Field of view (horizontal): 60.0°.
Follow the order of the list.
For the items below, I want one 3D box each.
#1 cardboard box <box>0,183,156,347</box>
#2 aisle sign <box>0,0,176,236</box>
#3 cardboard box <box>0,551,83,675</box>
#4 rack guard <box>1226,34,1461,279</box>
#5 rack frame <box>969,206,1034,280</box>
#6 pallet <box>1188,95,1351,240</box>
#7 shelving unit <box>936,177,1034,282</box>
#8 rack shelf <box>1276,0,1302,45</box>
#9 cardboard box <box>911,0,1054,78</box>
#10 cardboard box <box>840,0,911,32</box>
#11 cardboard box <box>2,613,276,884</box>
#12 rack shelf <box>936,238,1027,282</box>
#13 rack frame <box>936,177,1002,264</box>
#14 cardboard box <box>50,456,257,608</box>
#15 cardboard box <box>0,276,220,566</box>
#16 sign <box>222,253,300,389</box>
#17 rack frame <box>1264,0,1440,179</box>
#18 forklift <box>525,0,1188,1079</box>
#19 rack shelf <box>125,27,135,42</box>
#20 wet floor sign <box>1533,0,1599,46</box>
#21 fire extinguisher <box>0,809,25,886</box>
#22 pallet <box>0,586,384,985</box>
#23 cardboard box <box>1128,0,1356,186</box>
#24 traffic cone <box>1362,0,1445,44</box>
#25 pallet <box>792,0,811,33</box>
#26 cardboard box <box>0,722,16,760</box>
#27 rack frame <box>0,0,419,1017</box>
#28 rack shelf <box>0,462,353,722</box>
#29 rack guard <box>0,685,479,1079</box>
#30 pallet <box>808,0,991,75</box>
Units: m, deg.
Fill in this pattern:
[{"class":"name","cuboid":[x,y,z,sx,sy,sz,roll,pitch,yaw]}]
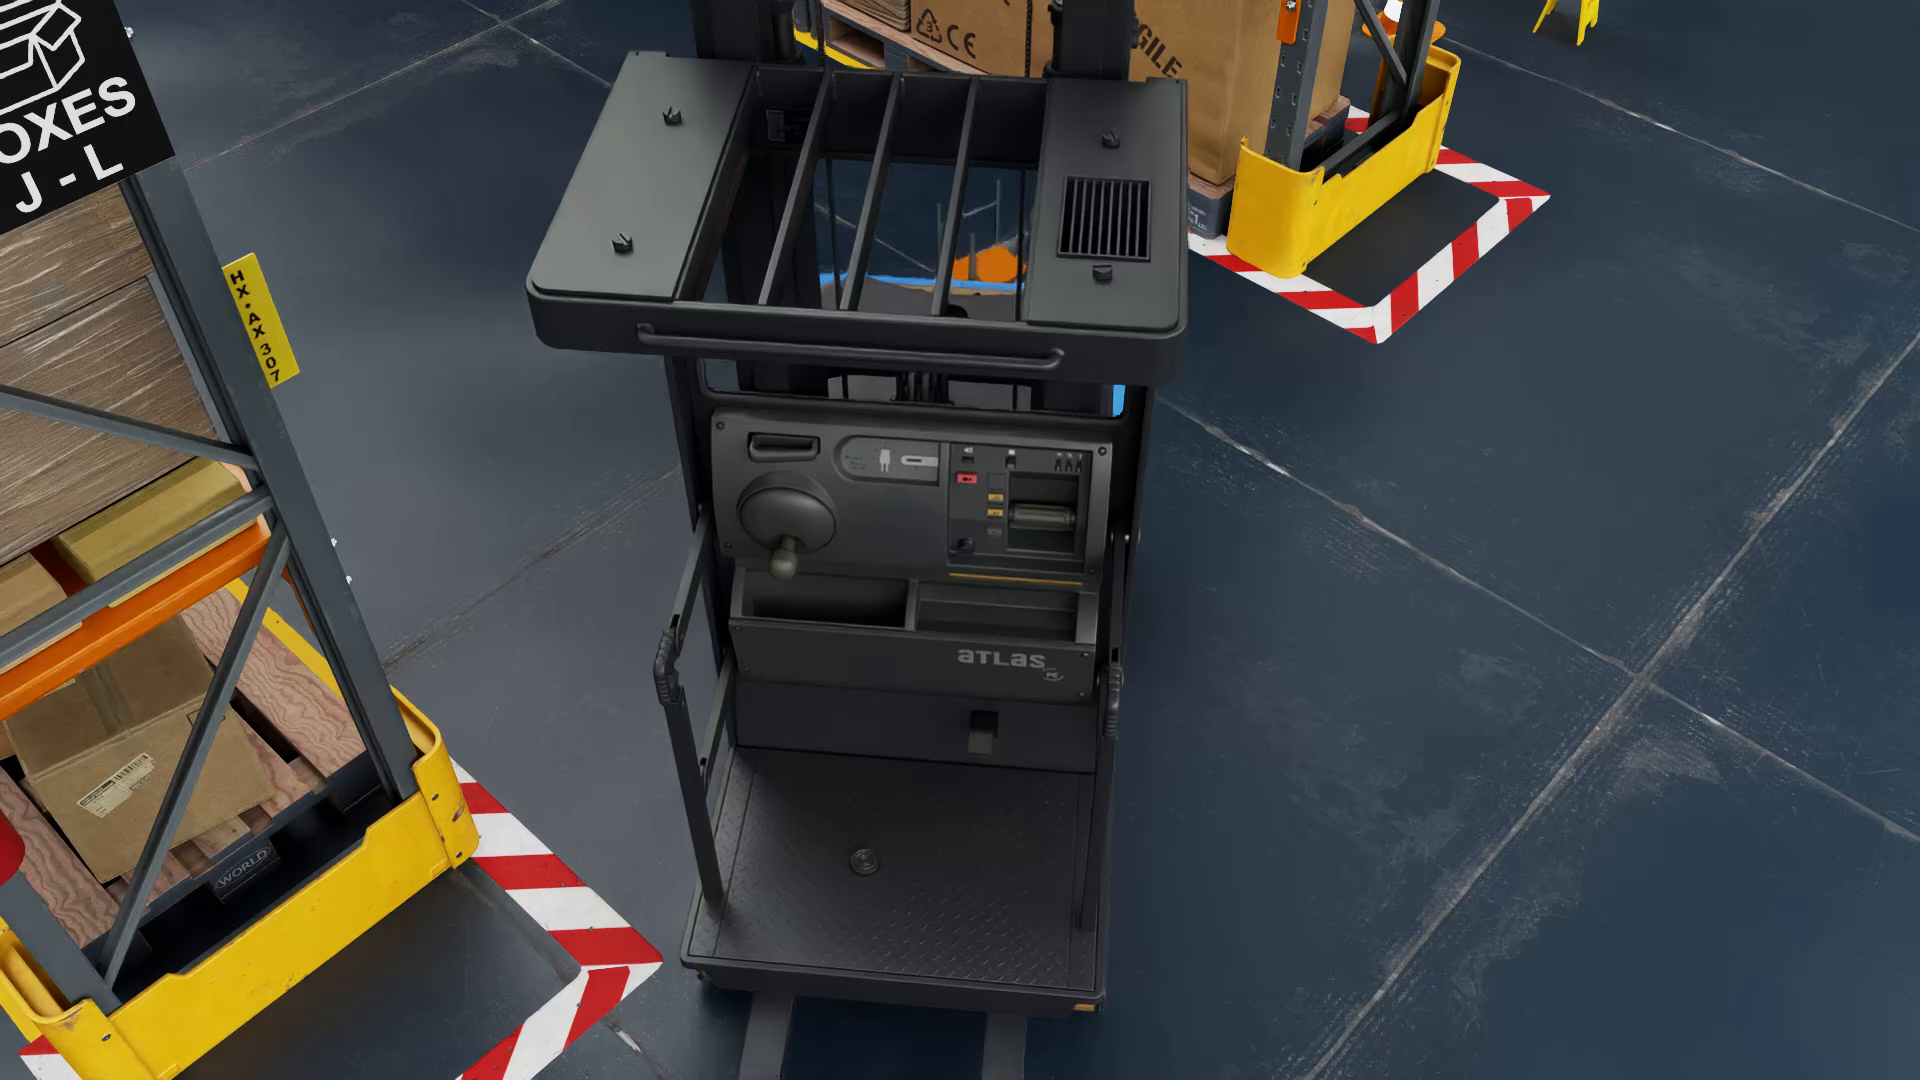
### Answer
[{"class":"cardboard box","cuboid":[-2.079,-0.765,3.452,0.500,0.500,0.500,34,55,28]},{"class":"aisle sign","cuboid":[-1.610,-0.889,2.744,0.004,0.787,0.394,34,55,28]},{"class":"cardboard box","cuboid":[-2.209,0.187,3.689,0.250,0.149,0.380,34,55,28]},{"class":"rack guard","cuboid":[1.596,-1.608,6.917,0.348,0.500,1.175,34,55,28]},{"class":"rack frame","cuboid":[0.130,-0.556,5.449,0.240,1.200,0.006,-26,52,-22]},{"class":"pallet","cuboid":[0.938,-1.875,7.366,1.213,0.211,1.003,34,55,28]},{"class":"shelving unit","cuboid":[0.080,-0.612,5.502,0.258,1.200,0.189,-26,52,-22]},{"class":"rack shelf","cuboid":[0.109,-3.219,7.208,4.000,0.370,1.077,34,55,28]},{"class":"cardboard box","cuboid":[0.388,-2.626,7.328,0.875,0.875,0.875,33,55,27]},{"class":"cardboard box","cuboid":[-0.281,-3.078,7.752,0.875,0.875,0.875,34,56,28]},{"class":"cardboard box","cuboid":[-2.307,0.525,4.626,0.500,0.500,0.500,-28,53,-24]},{"class":"rack shelf","cuboid":[0.080,-0.828,5.272,0.258,0.103,0.180,-26,52,-22]},{"class":"rack frame","cuboid":[0.029,-0.668,5.554,0.240,1.200,0.006,-26,52,-22]},{"class":"cardboard box","cuboid":[-1.907,-0.051,3.913,0.250,0.149,0.380,34,55,28]},{"class":"cardboard box","cuboid":[-2.245,-0.291,3.693,0.500,0.500,0.875,34,55,28]},{"class":"sign","cuboid":[-1.492,-0.456,3.527,0.005,0.325,0.100,34,55,28]},{"class":"rack frame","cuboid":[1.579,-2.476,6.017,0.127,3.000,1.000,34,55,28]},{"class":"forklift","cuboid":[-0.135,0.011,3.730,1.130,2.935,3.031,4,47,4]},{"class":"rack shelf","cuboid":[-3.329,-1.638,3.666,4.000,0.370,1.077,34,55,28]},{"class":"wet floor sign","cuboid":[2.943,-2.716,7.858,0.232,0.644,0.267,25,52,22]},{"class":"fire extinguisher","cuboid":[-2.088,0.461,3.312,0.183,0.674,0.296,34,55,28]},{"class":"pallet","cuboid":[-2.488,0.628,5.016,1.213,0.211,1.003,34,55,28]},{"class":"cardboard box","cuboid":[1.036,-2.192,6.920,0.875,0.875,0.875,34,56,28]},{"class":"traffic cone","cuboid":[2.152,-2.631,7.903,0.334,0.463,0.336,34,55,28]},{"class":"pallet","cuboid":[-0.855,-3.081,8.498,1.213,0.211,1.003,34,55,28]},{"class":"cardboard box","cuboid":[-2.770,0.248,4.886,0.500,0.500,0.500,-25,52,-21]},{"class":"rack frame","cuboid":[-1.859,0.131,3.569,0.127,3.000,1.000,34,55,28]},{"class":"rack shelf","cuboid":[-3.329,-0.611,4.760,4.000,0.370,1.077,34,55,28]},{"class":"rack guard","cuboid":[-1.915,0.949,4.516,0.348,0.500,1.175,34,55,28]},{"class":"pallet","cuboid":[0.046,-2.478,7.932,1.213,0.211,1.003,34,55,28]}]
